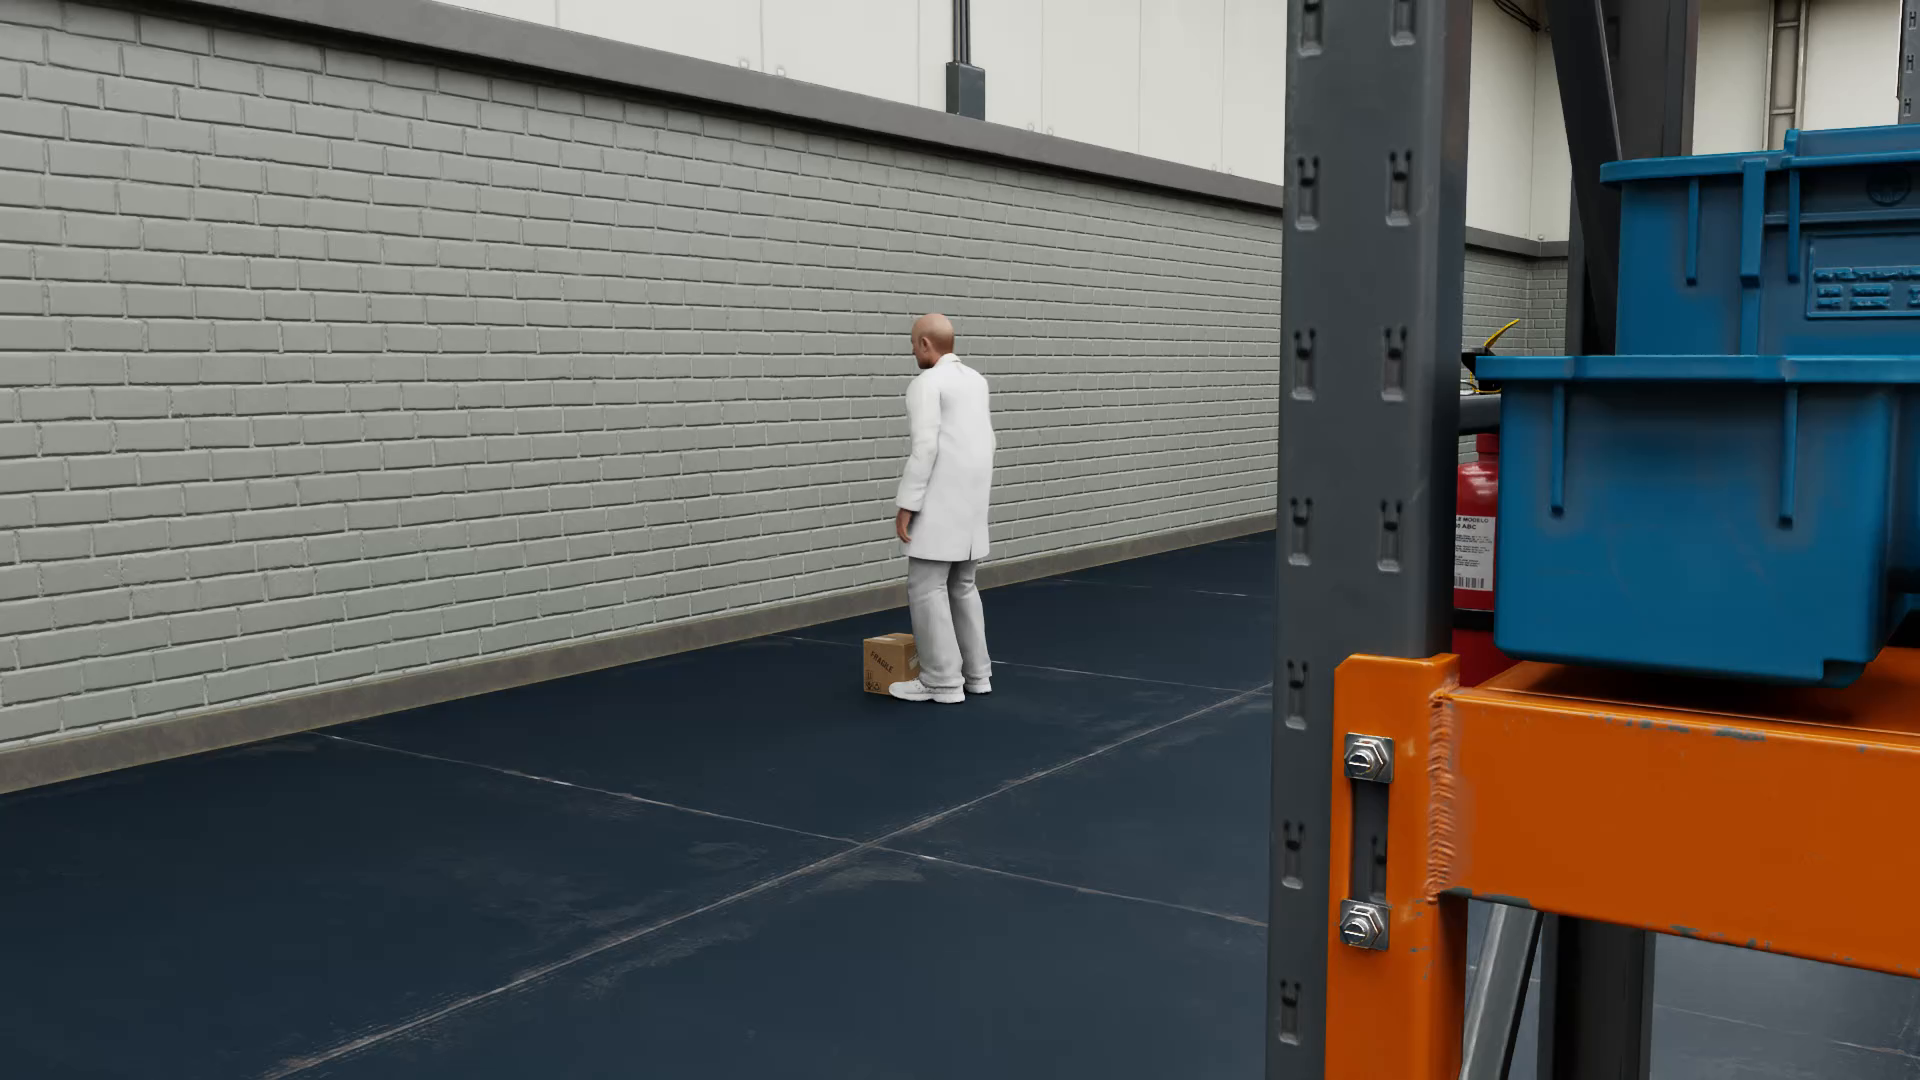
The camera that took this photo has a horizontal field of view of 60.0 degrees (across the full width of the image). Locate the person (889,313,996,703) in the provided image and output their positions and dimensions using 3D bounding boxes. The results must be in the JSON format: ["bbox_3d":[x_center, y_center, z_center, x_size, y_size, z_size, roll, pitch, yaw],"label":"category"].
[{"bbox_3d":[-0.073,-0.153,7.675,0.424,1.774,0.644,4,7,34],"label":"person"}]
